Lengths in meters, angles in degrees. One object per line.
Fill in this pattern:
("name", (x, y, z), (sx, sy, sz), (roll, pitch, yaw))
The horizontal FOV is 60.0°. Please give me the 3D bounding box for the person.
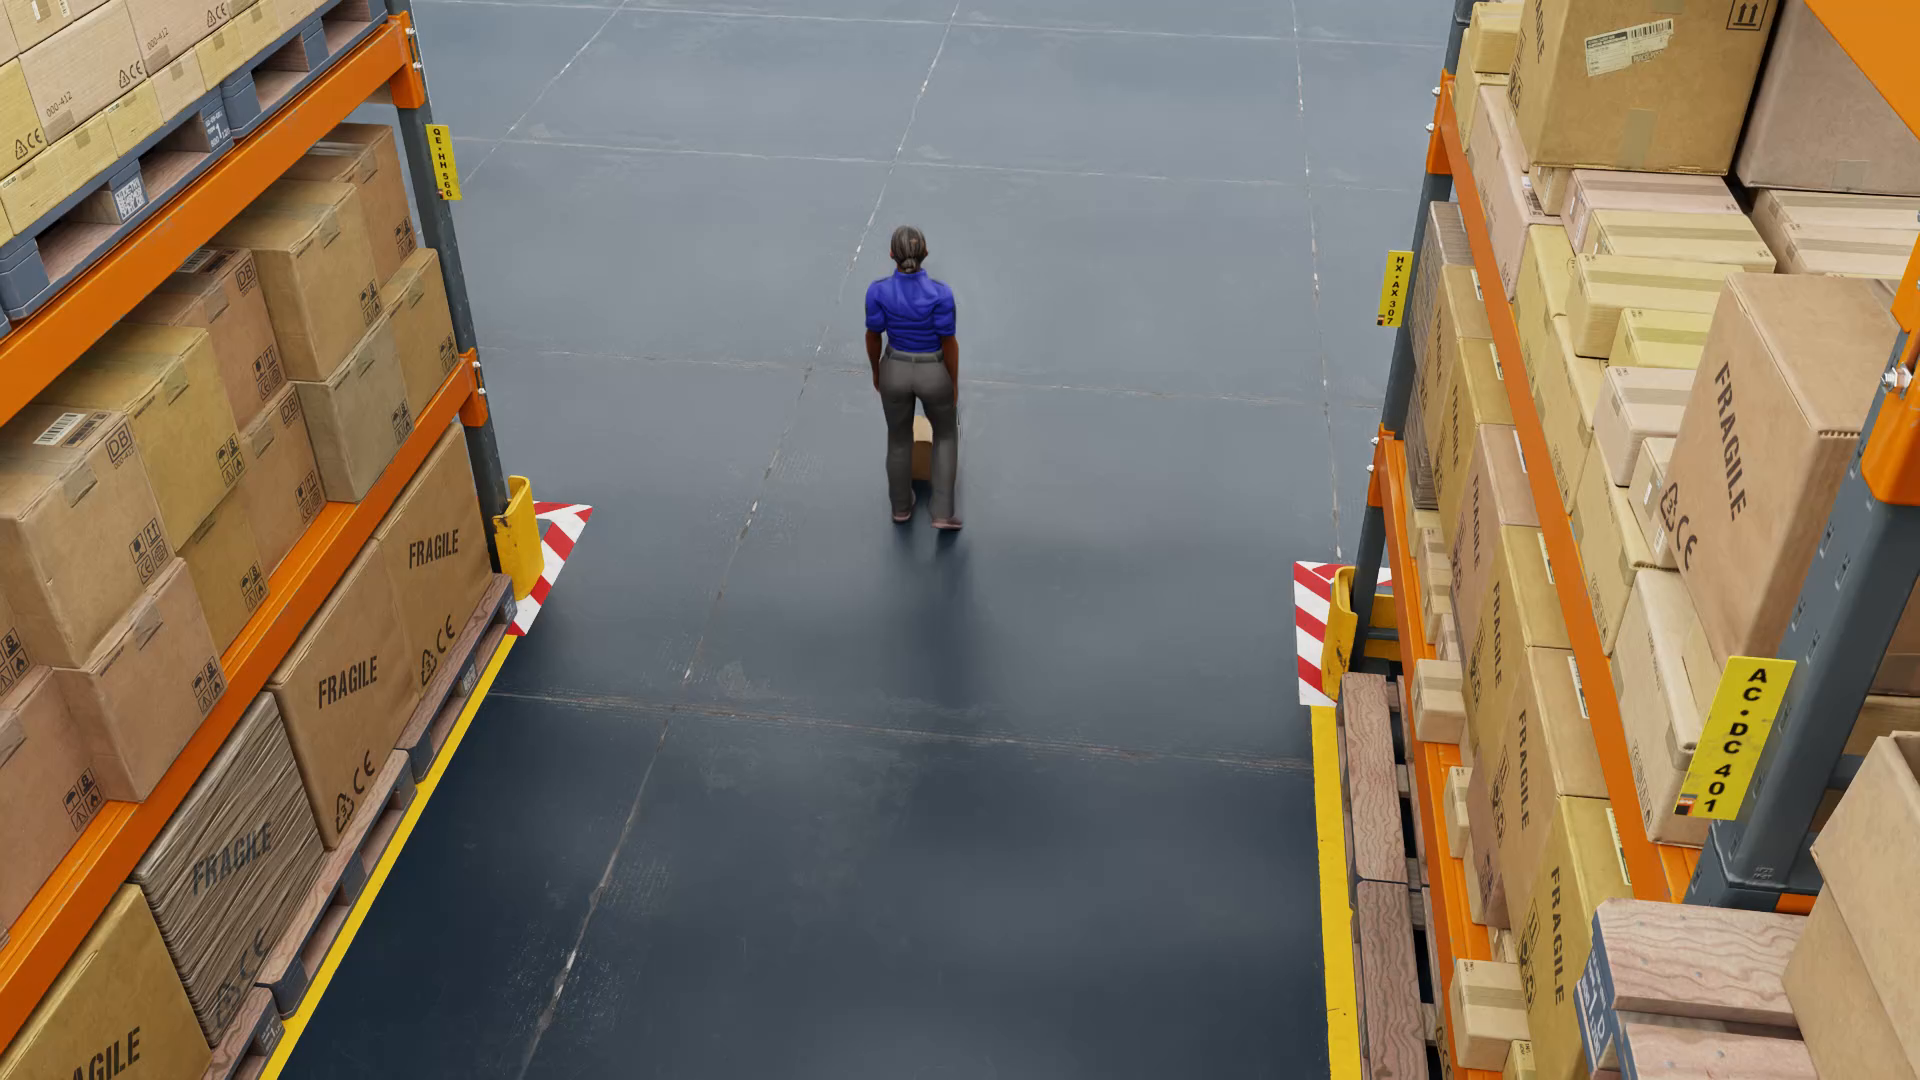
("person", (-0.215, -0.758, 8.115), (0.468, 1.724, 0.366), (5, 37, 7))
